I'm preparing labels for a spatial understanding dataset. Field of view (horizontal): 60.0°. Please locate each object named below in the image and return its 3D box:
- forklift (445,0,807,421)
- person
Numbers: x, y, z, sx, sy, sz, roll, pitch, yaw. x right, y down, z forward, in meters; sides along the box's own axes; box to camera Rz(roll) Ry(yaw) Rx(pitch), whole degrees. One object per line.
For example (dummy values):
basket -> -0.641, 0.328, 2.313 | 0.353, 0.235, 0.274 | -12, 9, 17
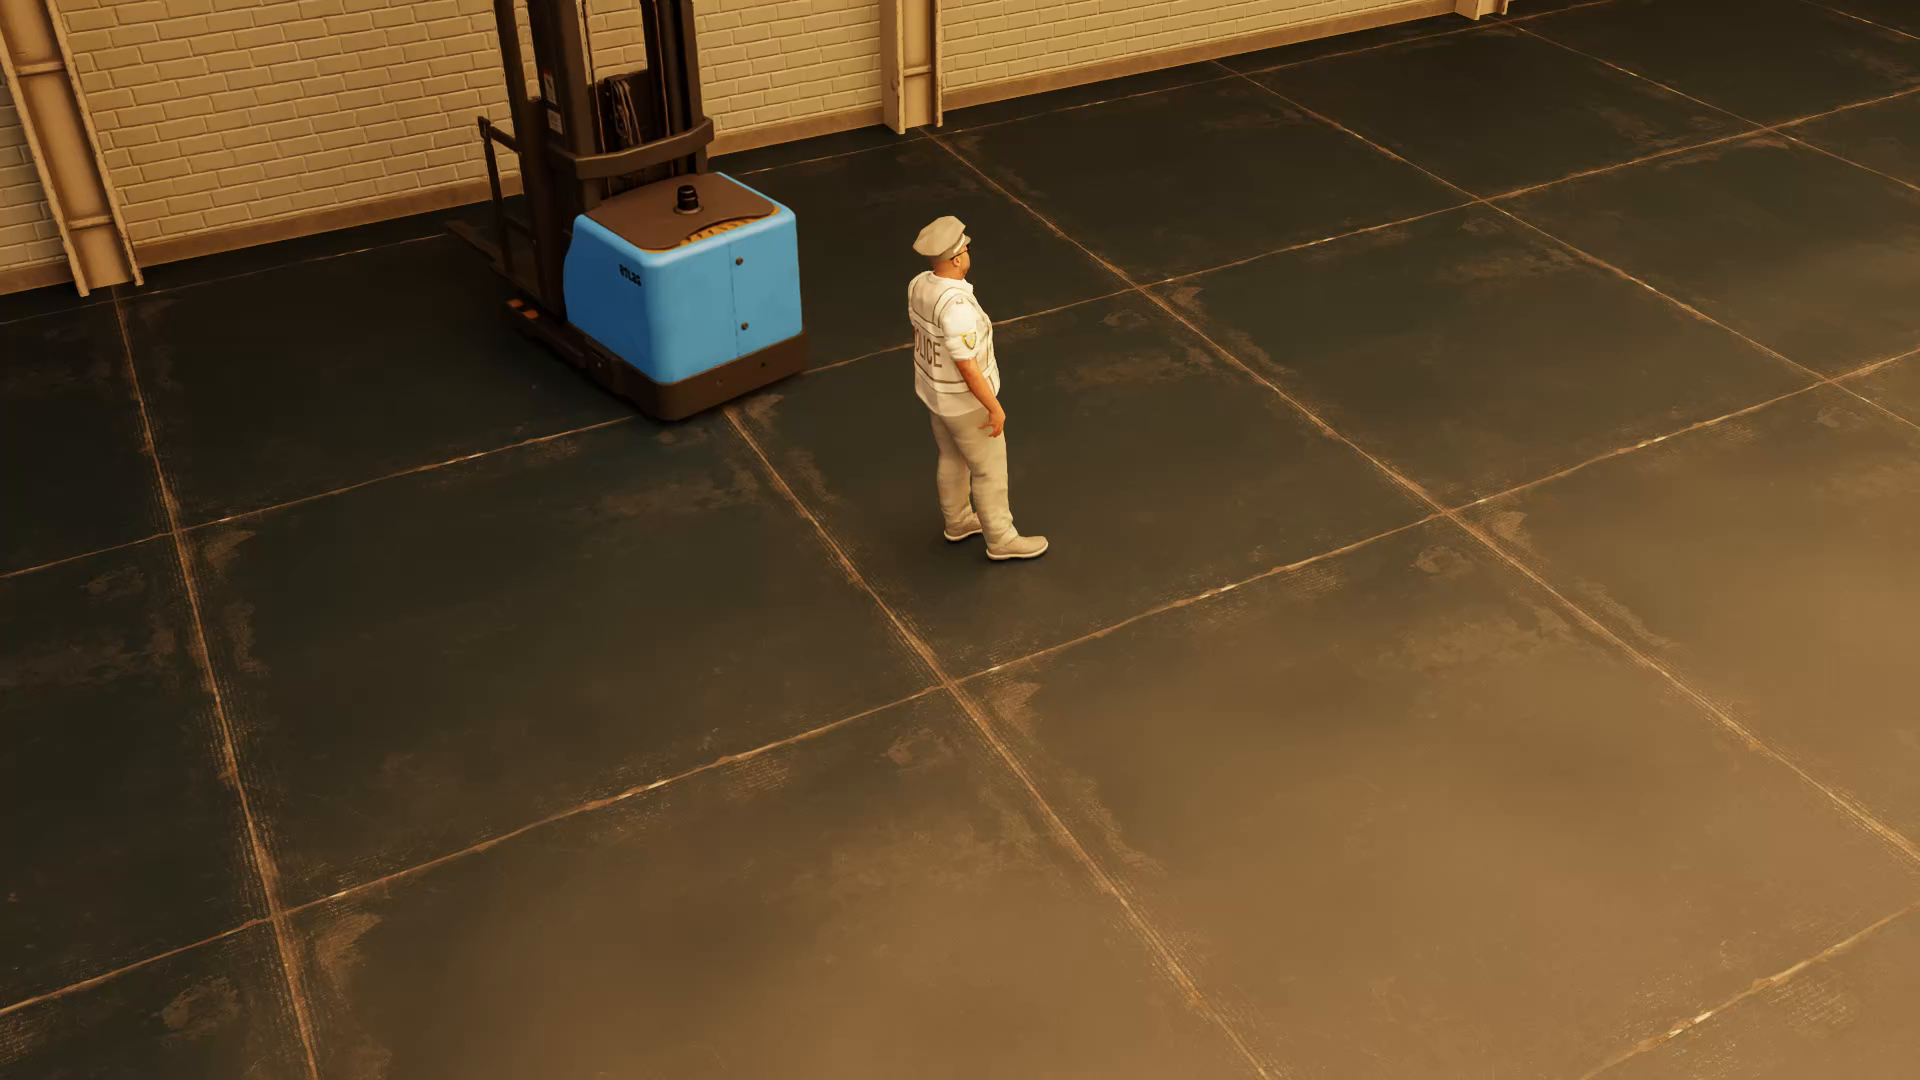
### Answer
forklift -> -2.268, -2.650, 9.872 | 1.130, 2.935, 3.031 | -27, 43, -32
person -> 0.074, -0.750, 8.165 | 0.574, 1.781, 0.641 | -17, 39, -23
